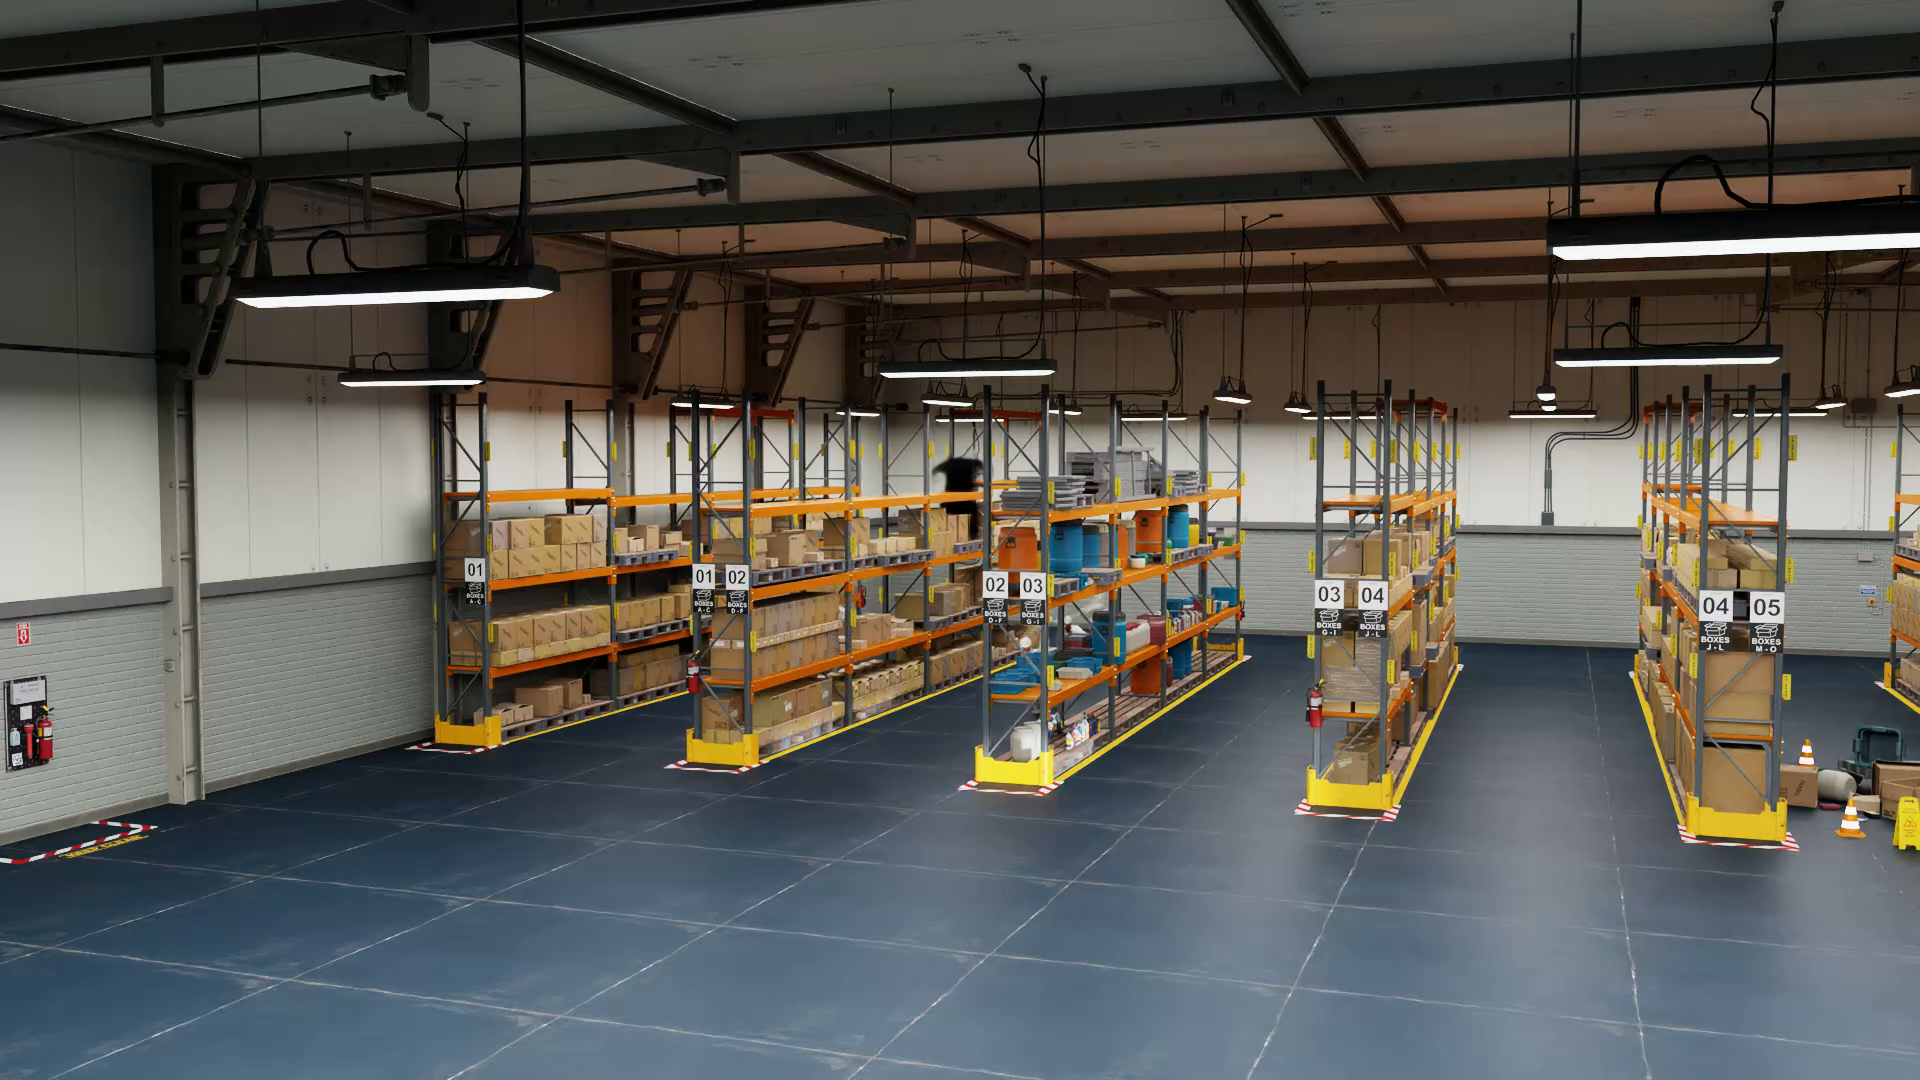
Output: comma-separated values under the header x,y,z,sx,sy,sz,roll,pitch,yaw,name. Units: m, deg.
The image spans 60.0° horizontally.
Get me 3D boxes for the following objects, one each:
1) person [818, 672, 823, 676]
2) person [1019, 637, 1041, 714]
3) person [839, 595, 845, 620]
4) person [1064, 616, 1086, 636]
x,y,z,sx,sy,sz,roll,pitch,yaw,name
-3.078,2.297,35.707,0.673,1.733,0.836,-1,3,-23,person
1.335,2.556,31.328,0.667,1.531,1.005,2,4,37,person
-2.922,2.104,38.610,0.596,1.719,0.693,0,3,8,person
2.447,2.355,34.924,0.704,1.588,1.035,2,4,36,person
